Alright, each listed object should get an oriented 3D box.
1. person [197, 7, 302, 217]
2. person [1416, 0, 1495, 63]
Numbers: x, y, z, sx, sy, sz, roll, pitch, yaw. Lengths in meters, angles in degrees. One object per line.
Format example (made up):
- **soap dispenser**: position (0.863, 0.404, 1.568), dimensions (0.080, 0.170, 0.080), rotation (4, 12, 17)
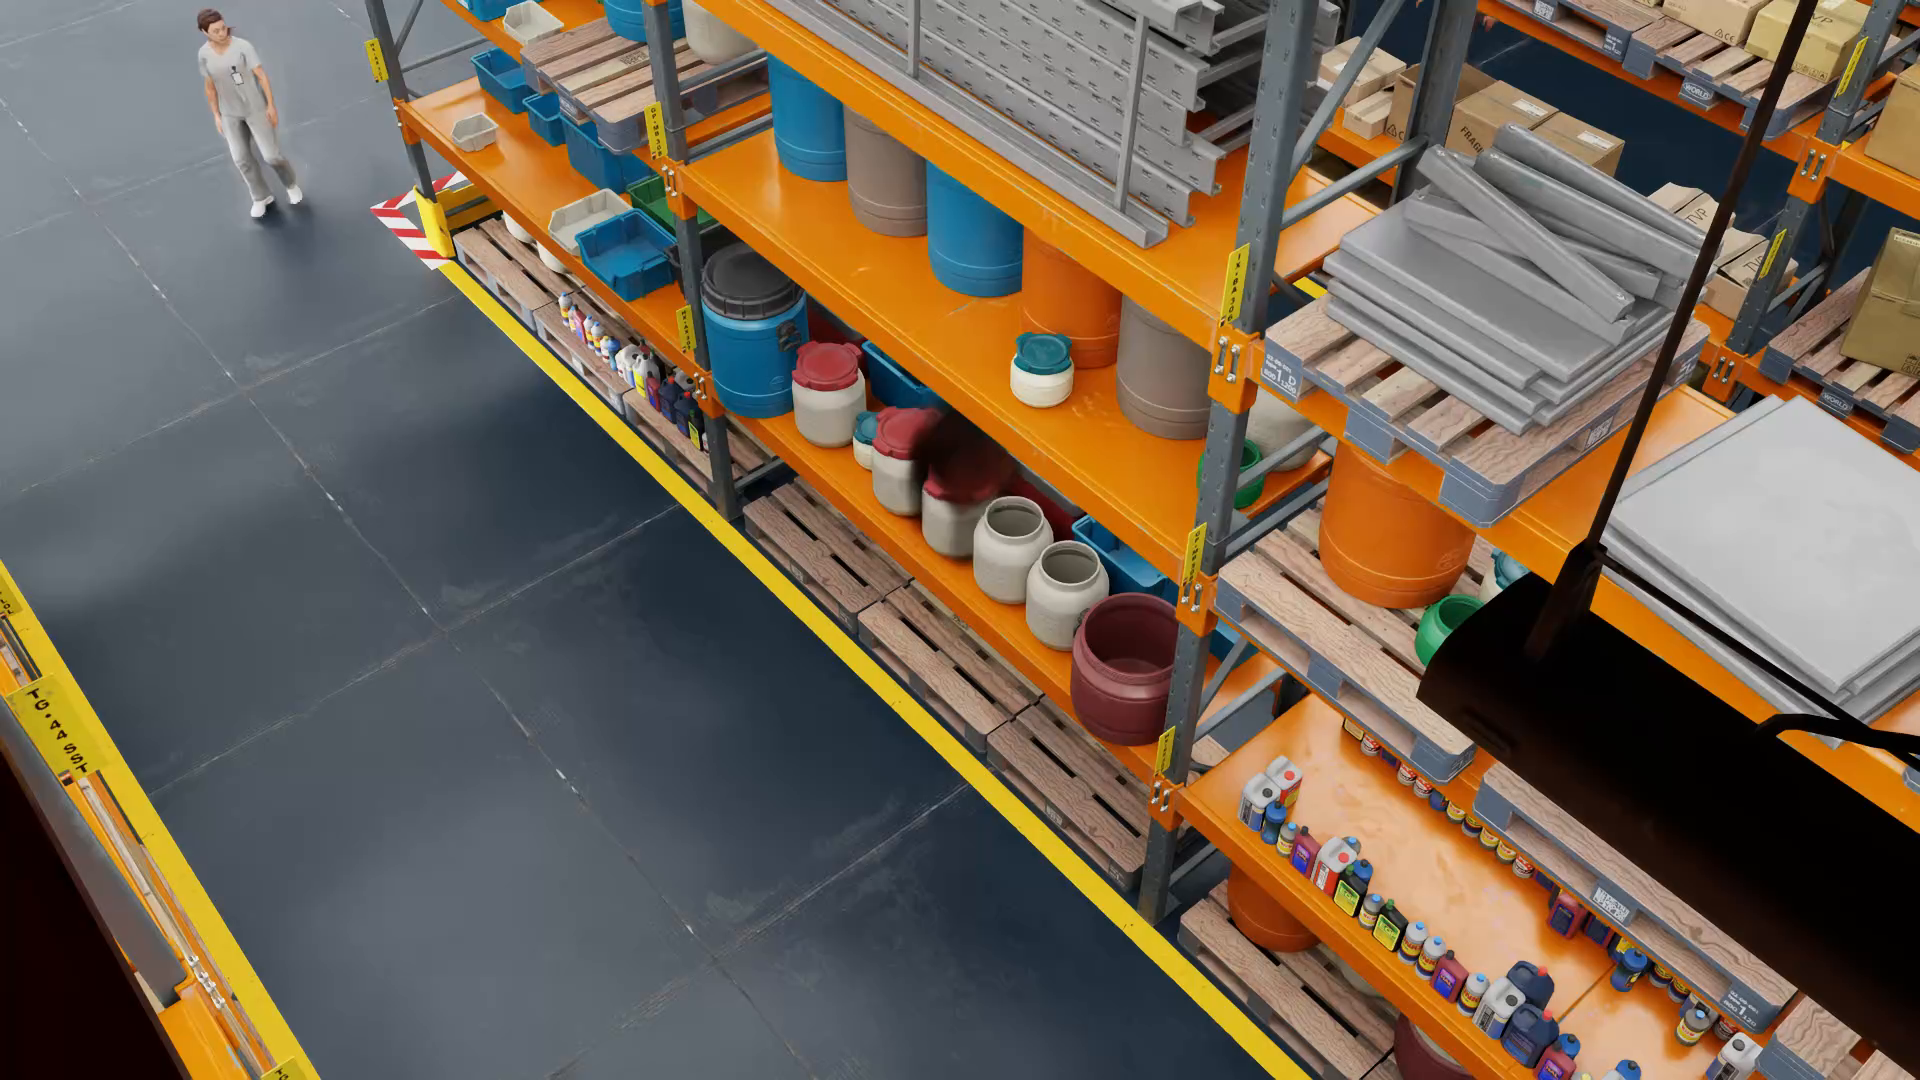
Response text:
- **person**: position (-5.607, -3.346, 13.047), dimensions (0.511, 1.685, 0.520), rotation (-1, 46, -1)
- **person**: position (4.219, -4.531, 14.116), dimensions (0.548, 1.753, 0.600), rotation (-14, 48, -13)
